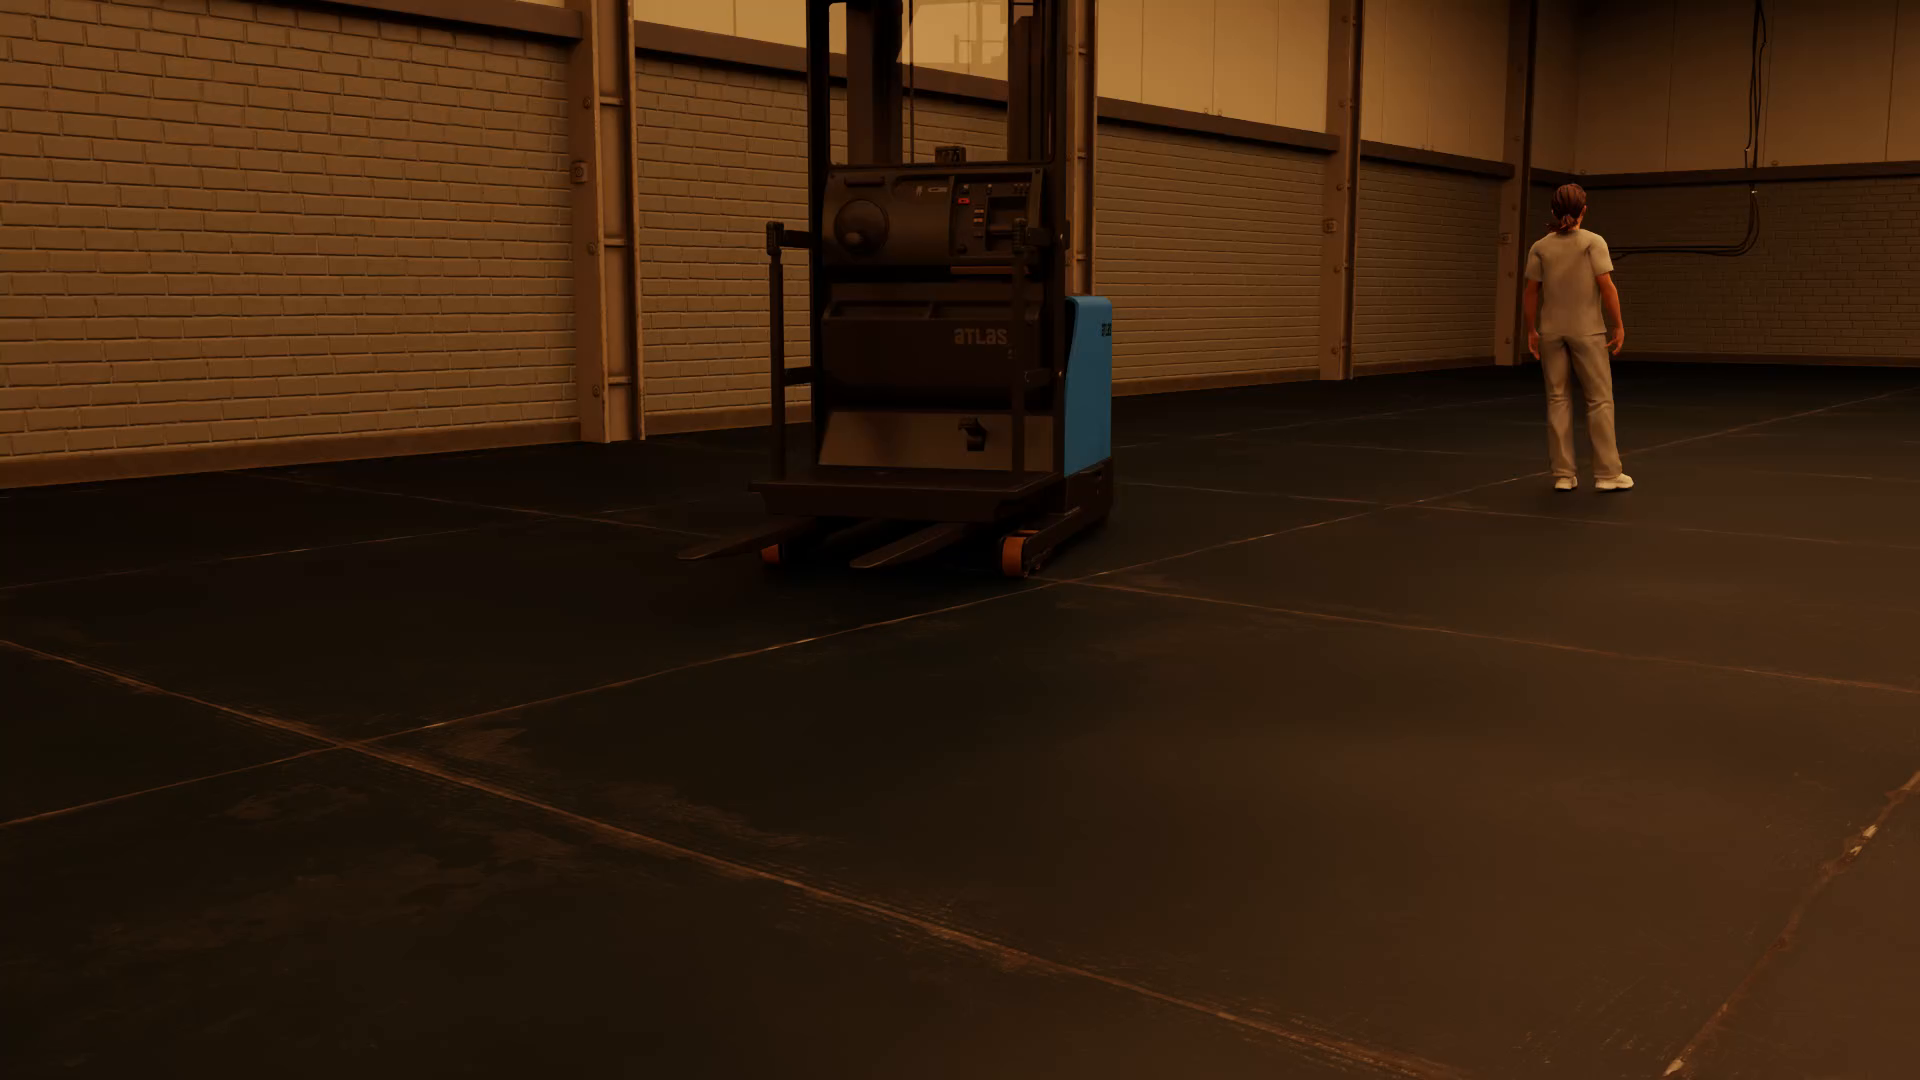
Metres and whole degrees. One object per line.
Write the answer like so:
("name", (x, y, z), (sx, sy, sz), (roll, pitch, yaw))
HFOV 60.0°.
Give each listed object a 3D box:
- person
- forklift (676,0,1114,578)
("person", (3.422, -1.119, 9.216), (0.550, 1.676, 0.550), (7, 11, 39))
("forklift", (-0.176, -1.366, 6.616), (1.130, 2.935, 3.031), (3, 9, 17))
